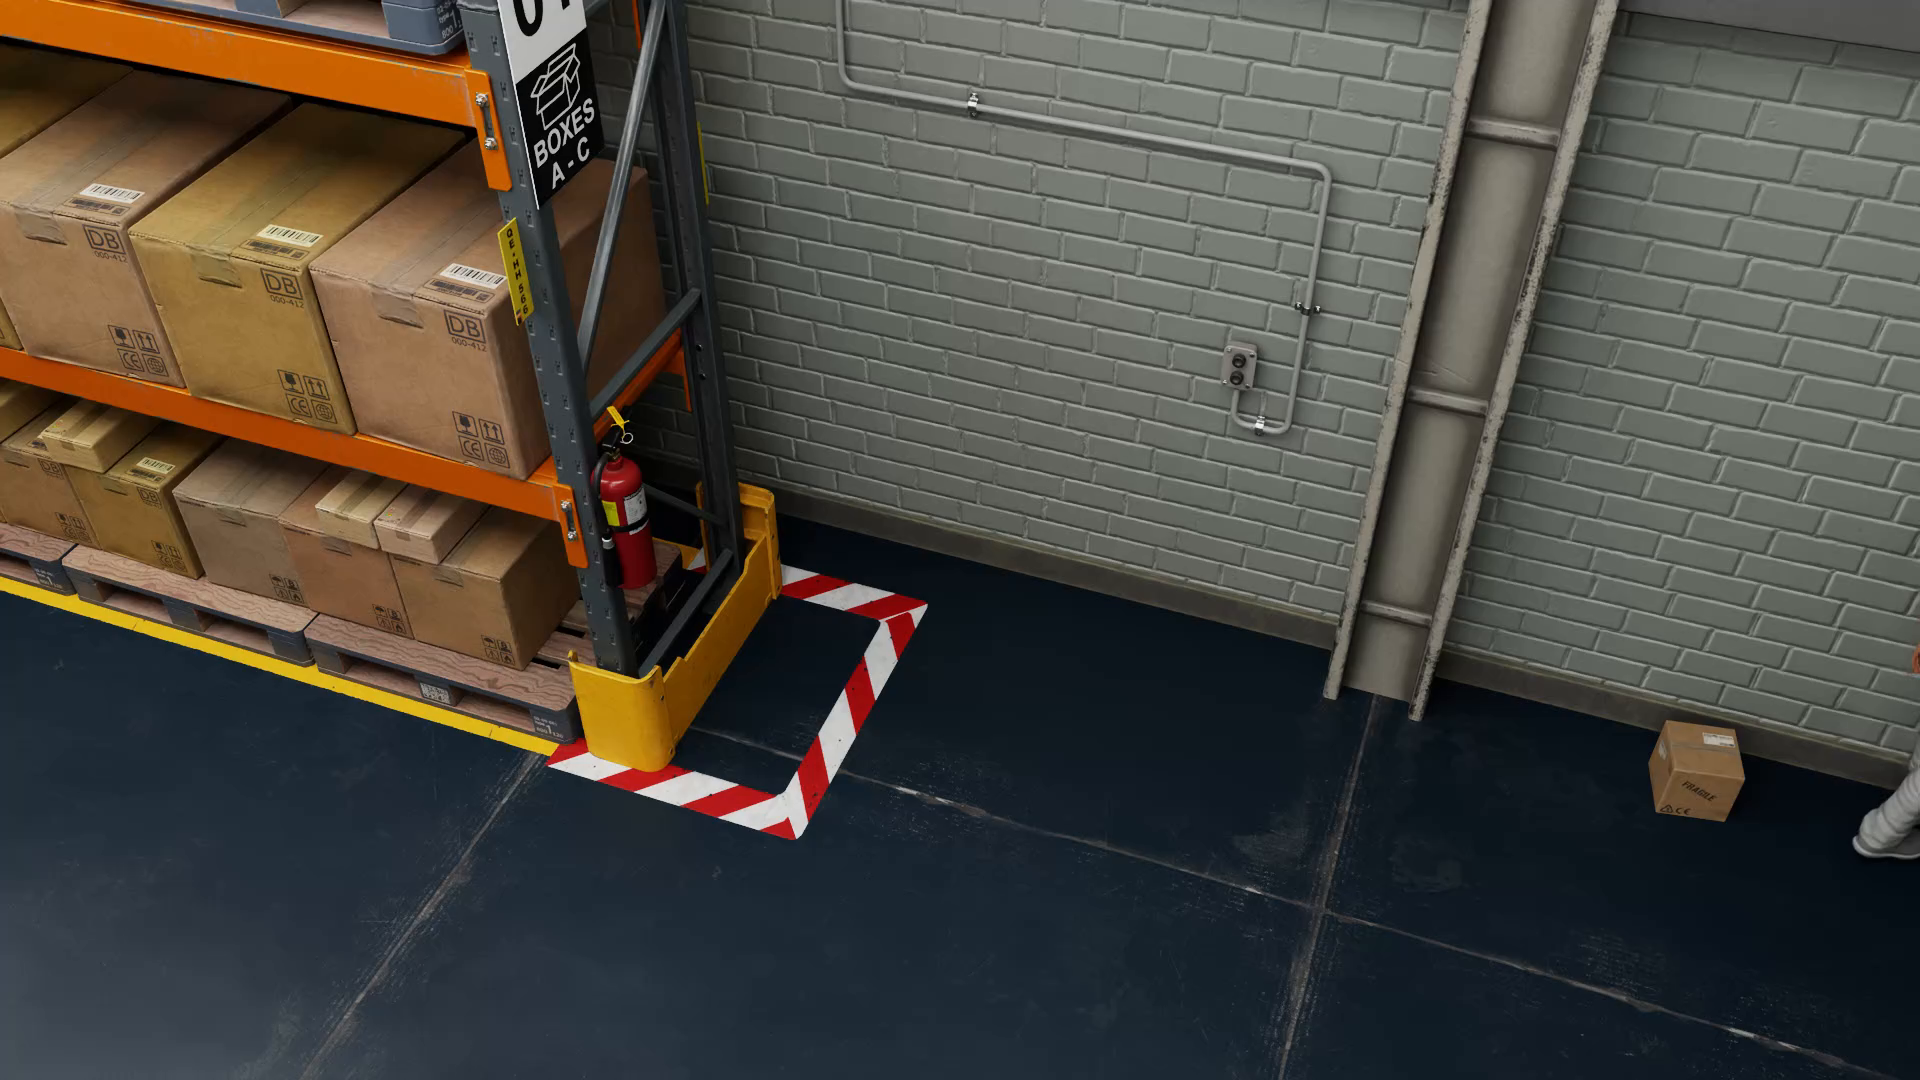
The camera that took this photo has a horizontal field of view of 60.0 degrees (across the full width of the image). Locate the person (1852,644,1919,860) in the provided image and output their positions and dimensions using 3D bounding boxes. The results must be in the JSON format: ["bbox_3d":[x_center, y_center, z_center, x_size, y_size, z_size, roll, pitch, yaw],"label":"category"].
[{"bbox_3d":[3.573,0.463,5.625,0.639,1.658,0.493,-9,42,-9],"label":"person"}]
